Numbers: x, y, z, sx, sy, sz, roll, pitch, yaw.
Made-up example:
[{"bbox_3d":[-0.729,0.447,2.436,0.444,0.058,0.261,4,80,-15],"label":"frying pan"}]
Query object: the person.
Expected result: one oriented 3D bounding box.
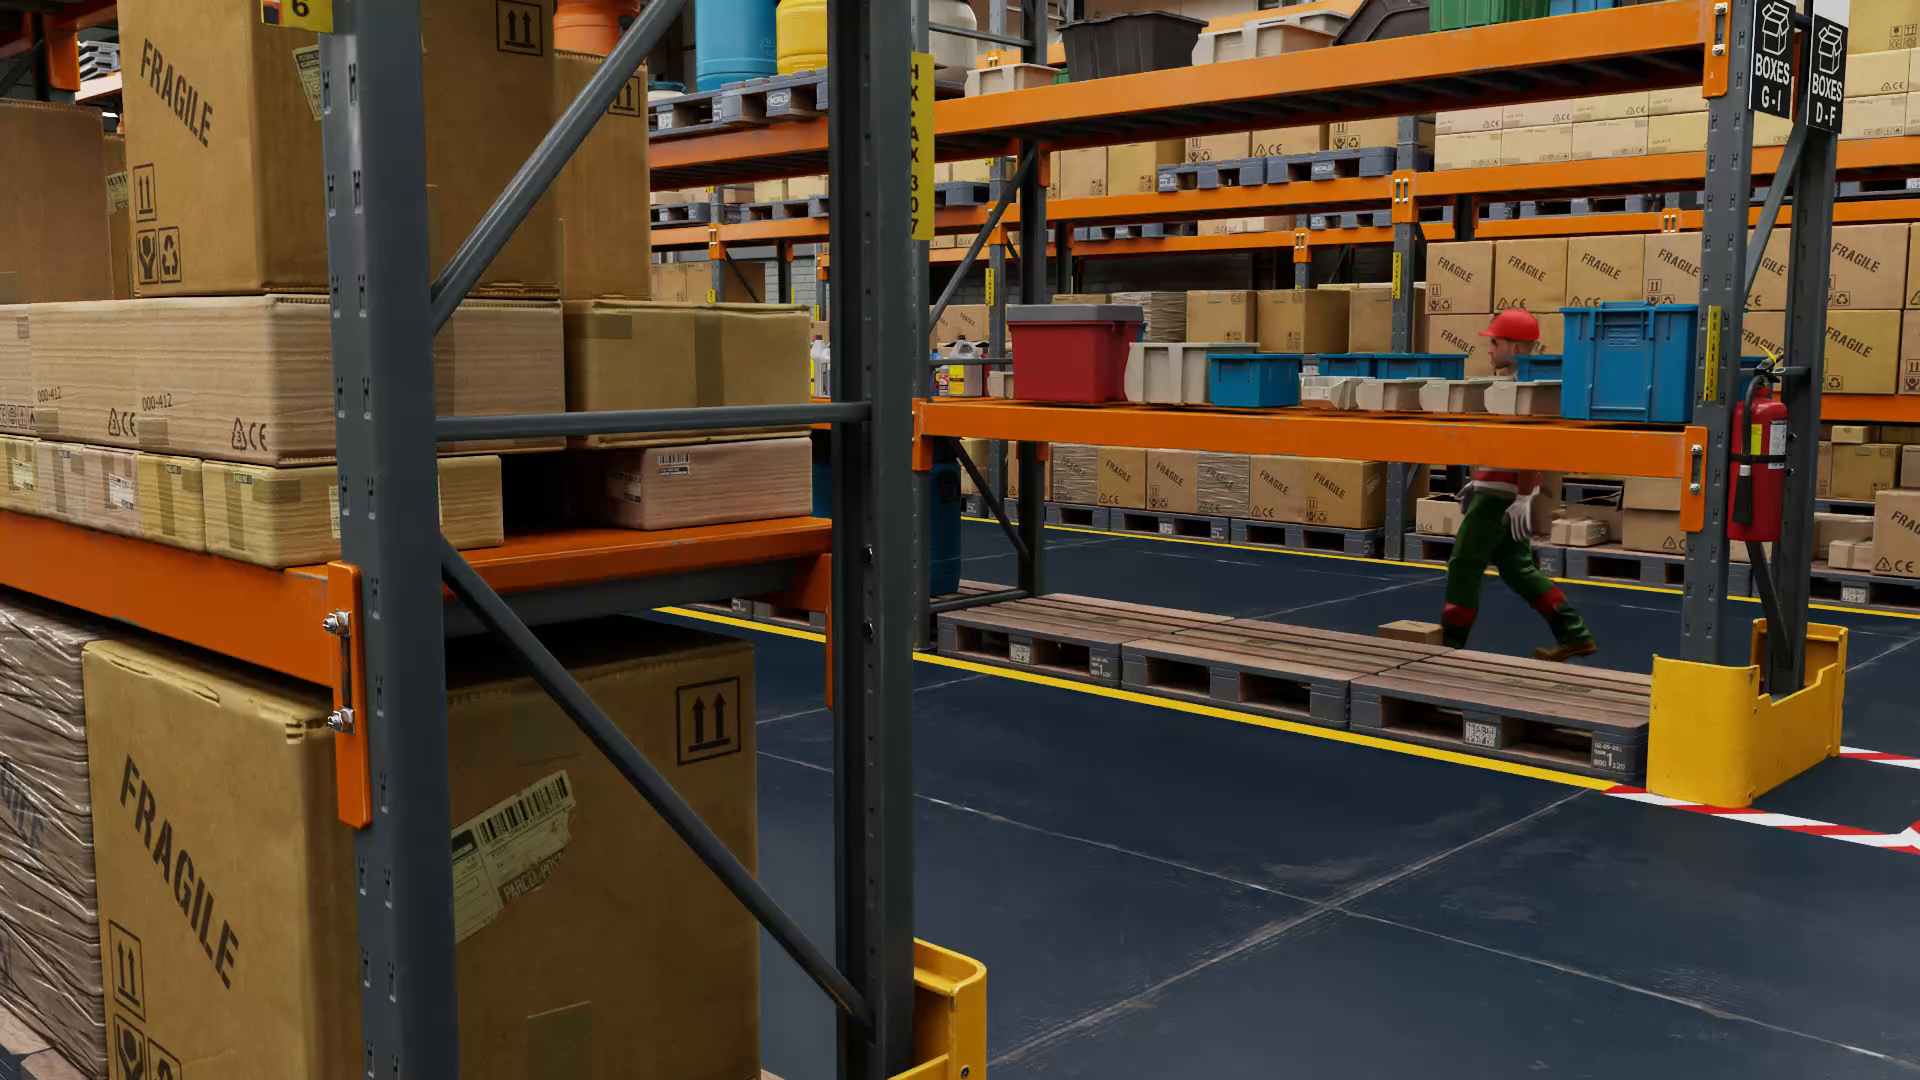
[{"bbox_3d":[2.593,-0.220,7.988,0.950,1.765,0.579,2,7,17],"label":"person"}]
